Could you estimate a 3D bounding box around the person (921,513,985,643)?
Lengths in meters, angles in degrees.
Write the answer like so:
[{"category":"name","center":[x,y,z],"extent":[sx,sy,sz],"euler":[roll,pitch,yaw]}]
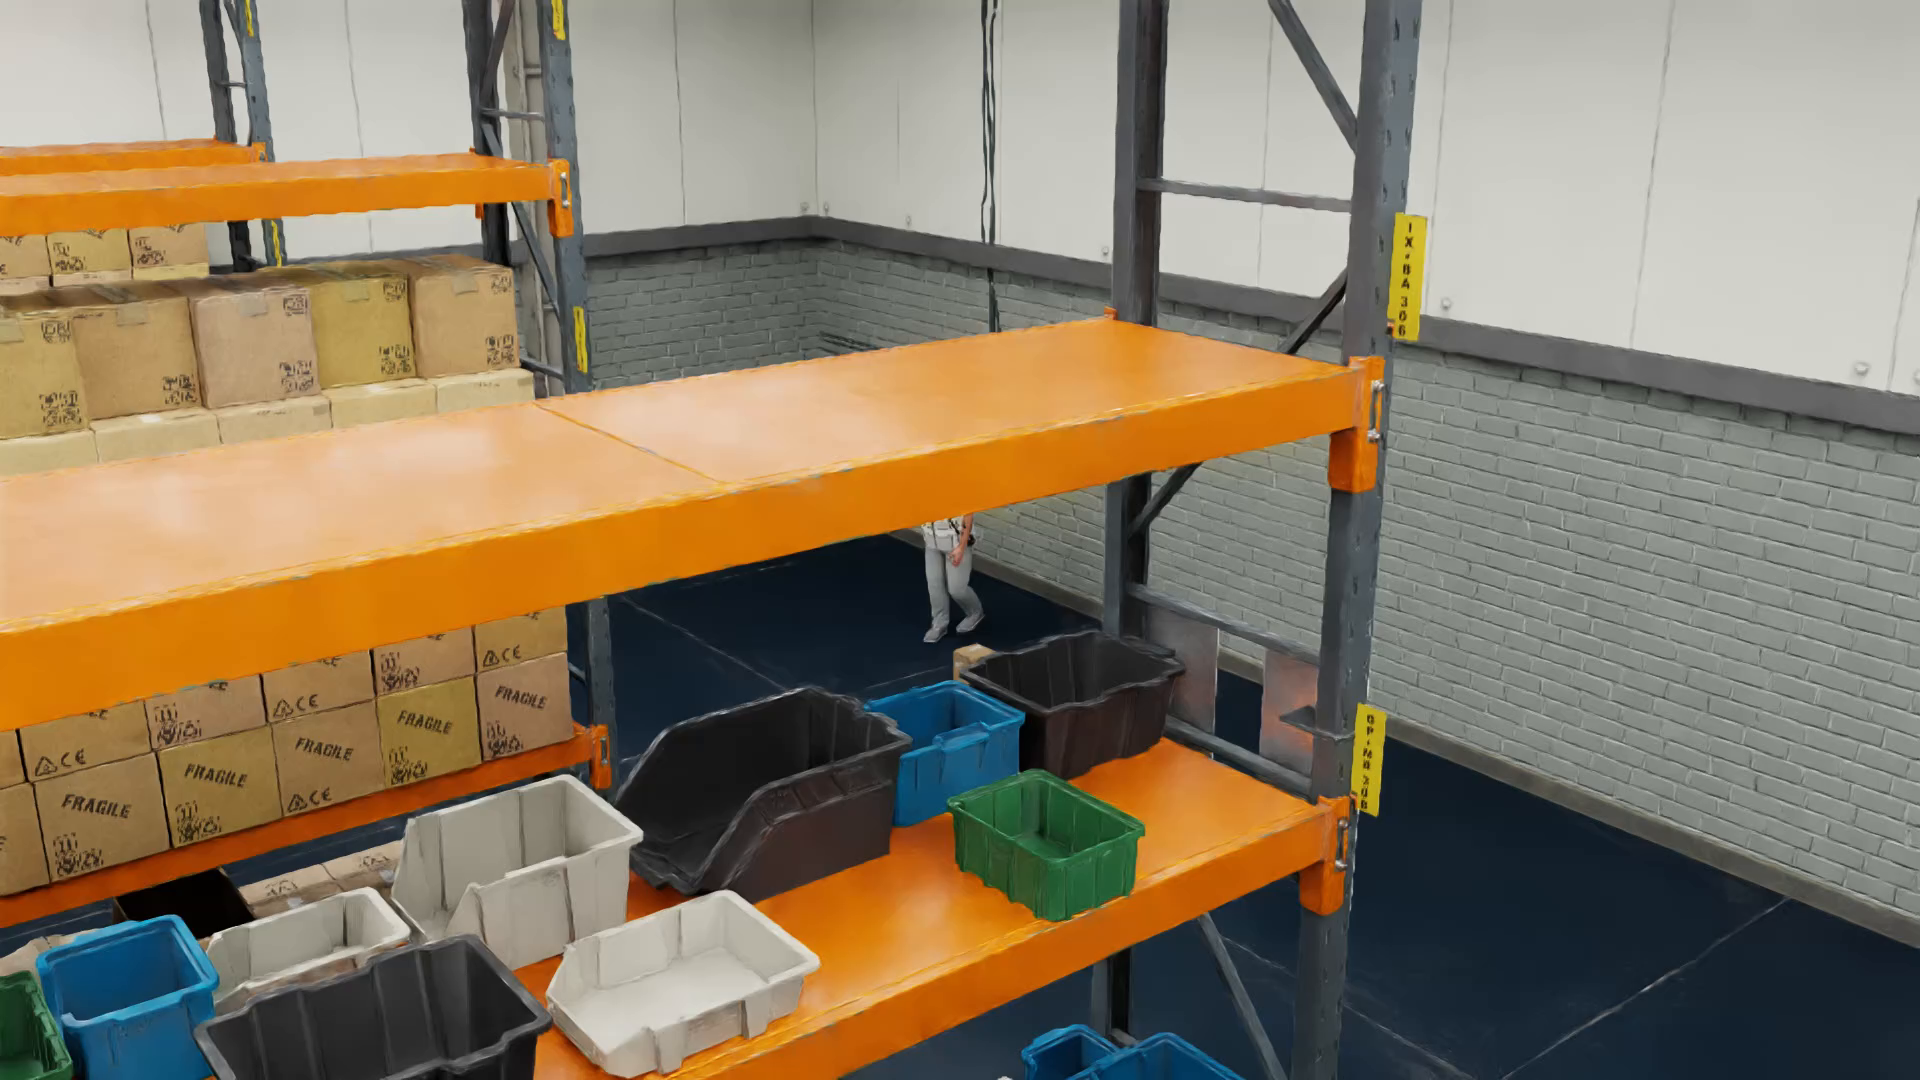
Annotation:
[{"category":"person","center":[-0.097,0.010,13.669],"extent":[0.539,1.733,0.644],"euler":[10,20,29]}]
